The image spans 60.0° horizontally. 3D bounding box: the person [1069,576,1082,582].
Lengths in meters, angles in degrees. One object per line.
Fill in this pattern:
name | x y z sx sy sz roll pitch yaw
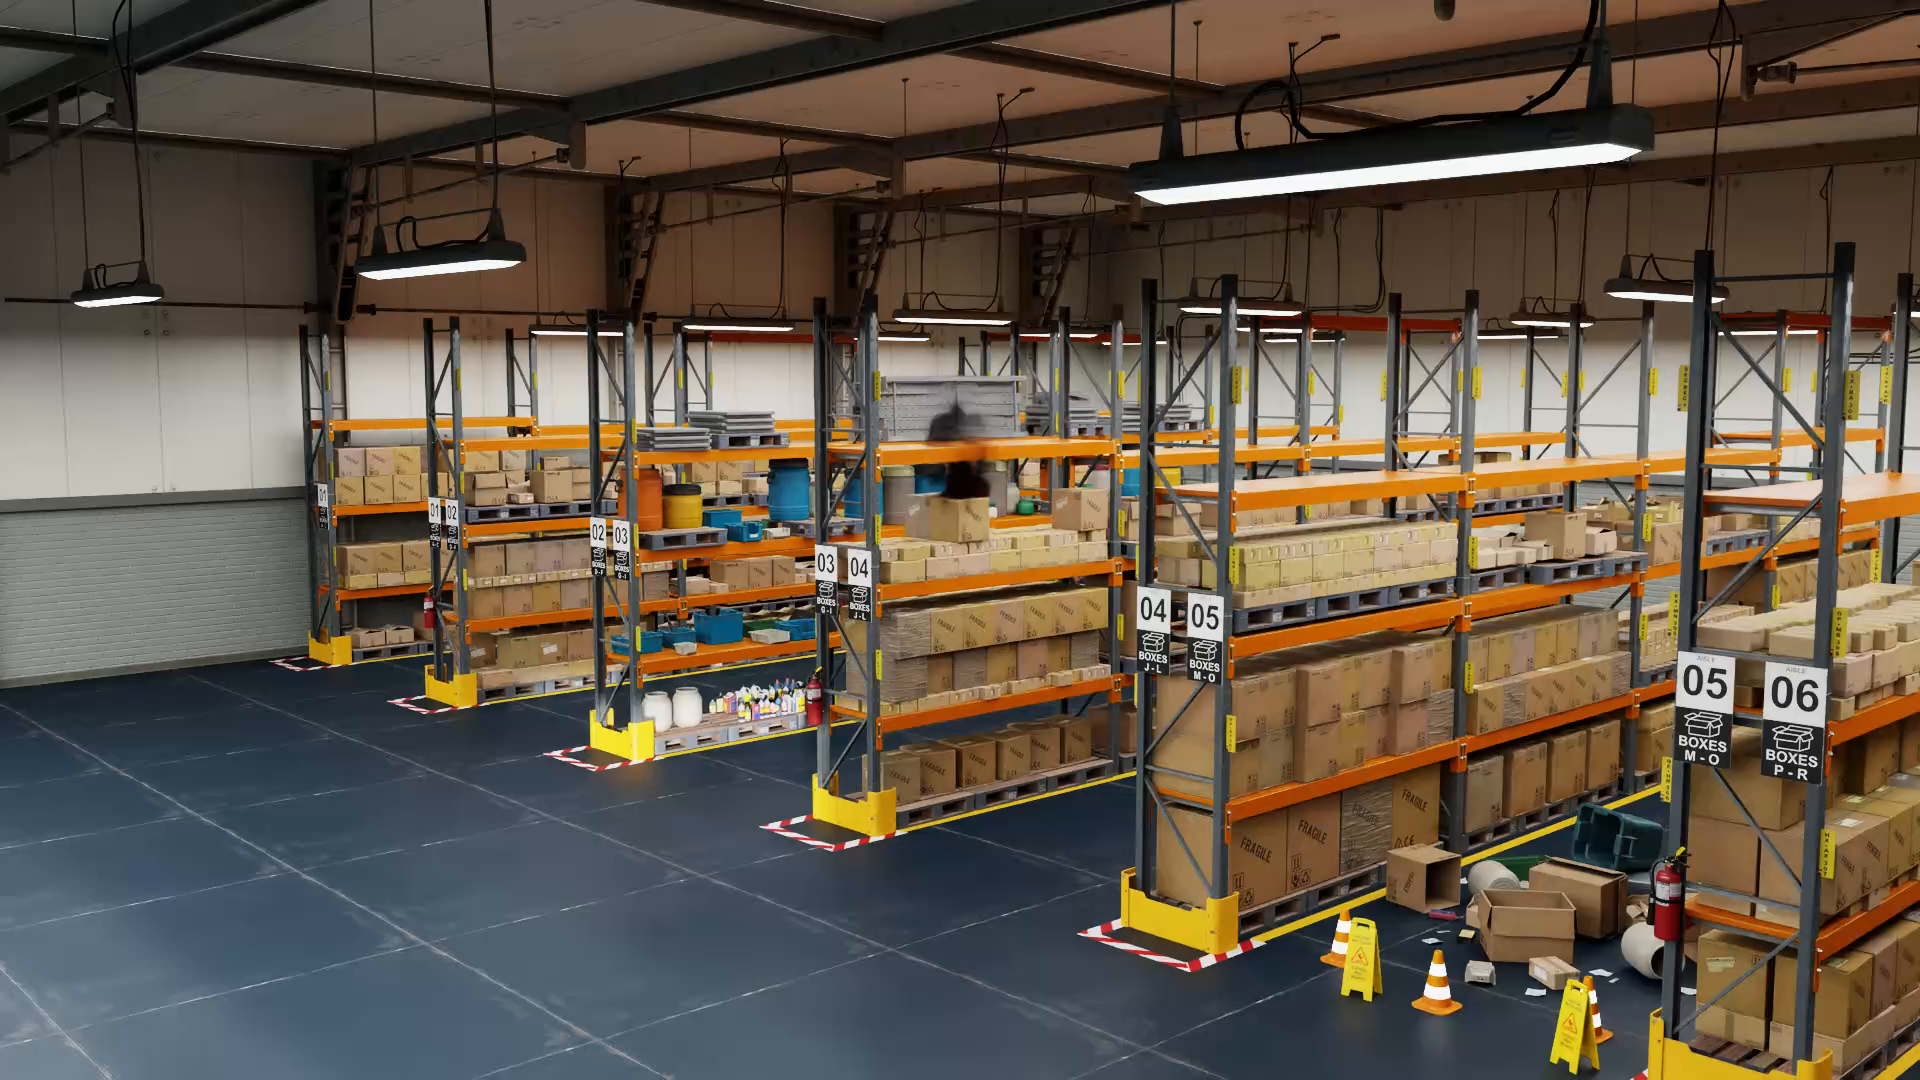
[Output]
person | 2.078 1.037 32.348 0.672 1.700 0.953 4 7 34
